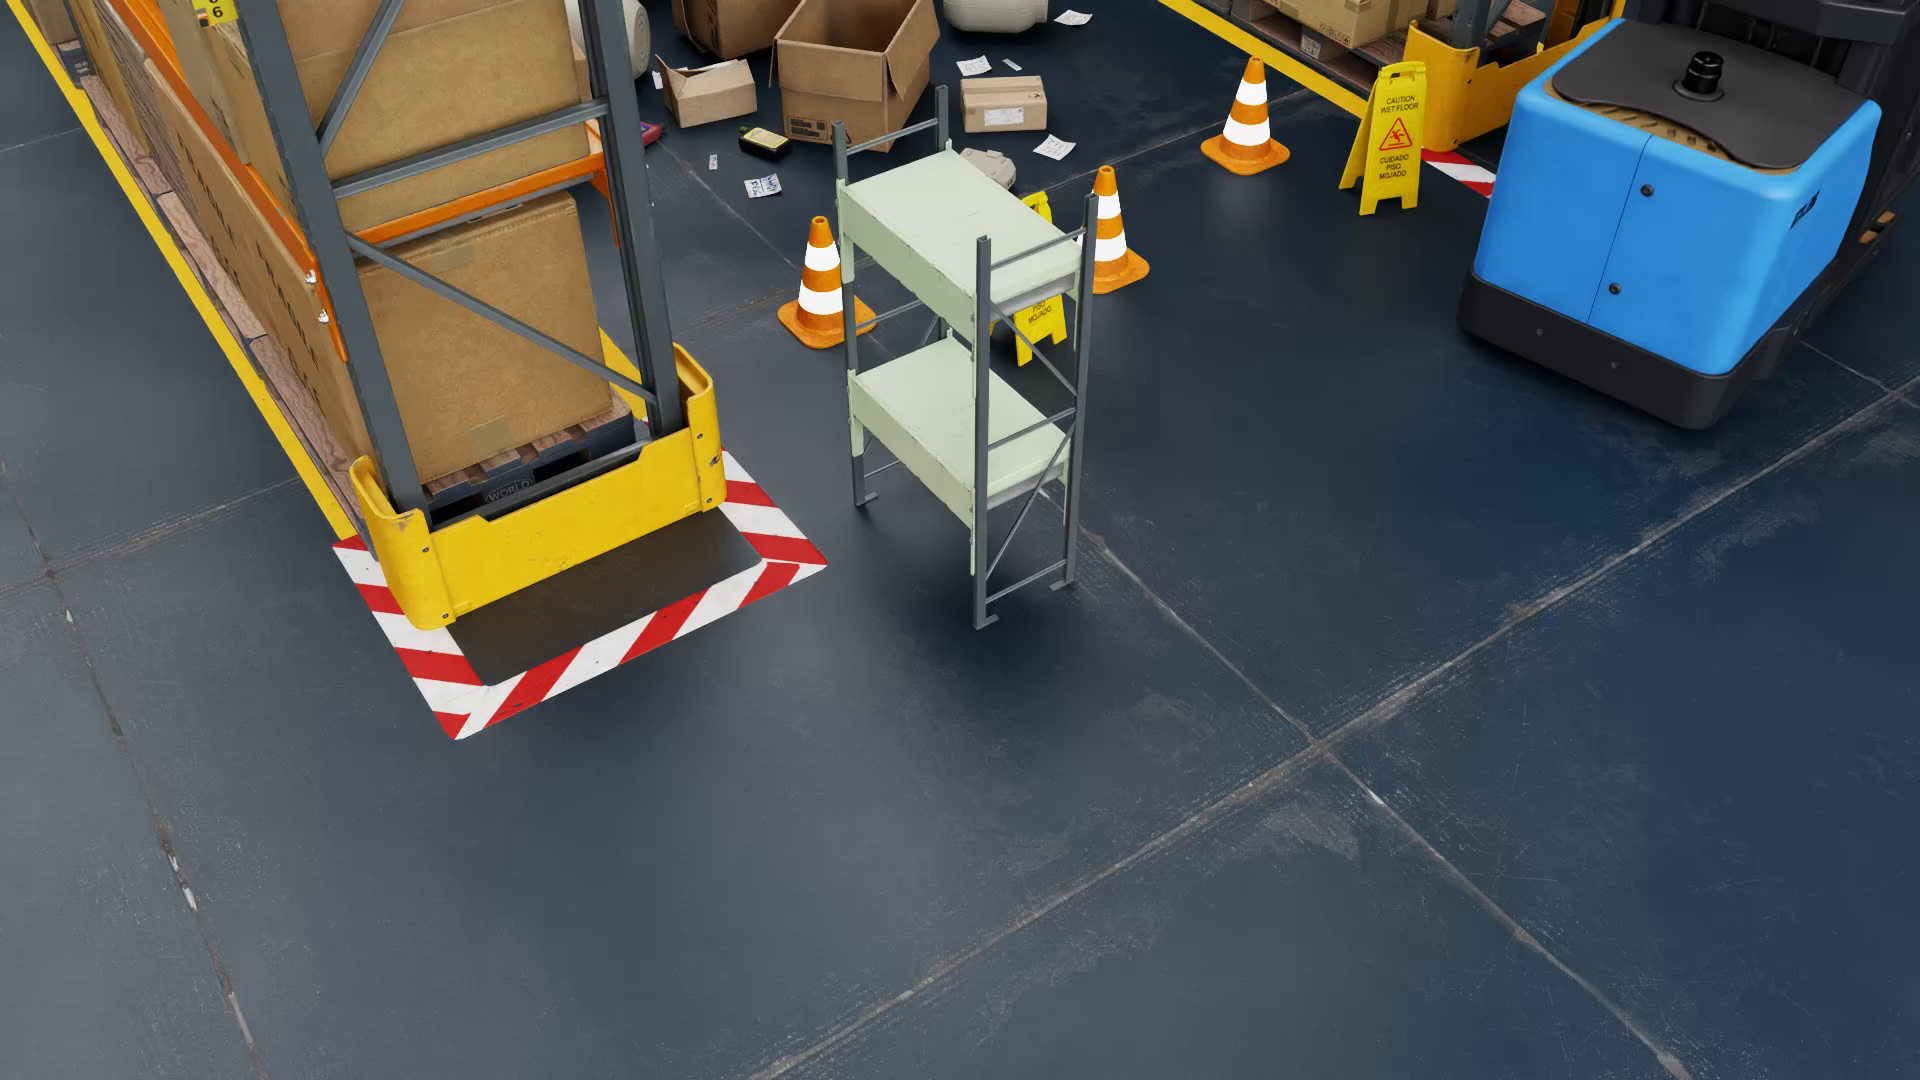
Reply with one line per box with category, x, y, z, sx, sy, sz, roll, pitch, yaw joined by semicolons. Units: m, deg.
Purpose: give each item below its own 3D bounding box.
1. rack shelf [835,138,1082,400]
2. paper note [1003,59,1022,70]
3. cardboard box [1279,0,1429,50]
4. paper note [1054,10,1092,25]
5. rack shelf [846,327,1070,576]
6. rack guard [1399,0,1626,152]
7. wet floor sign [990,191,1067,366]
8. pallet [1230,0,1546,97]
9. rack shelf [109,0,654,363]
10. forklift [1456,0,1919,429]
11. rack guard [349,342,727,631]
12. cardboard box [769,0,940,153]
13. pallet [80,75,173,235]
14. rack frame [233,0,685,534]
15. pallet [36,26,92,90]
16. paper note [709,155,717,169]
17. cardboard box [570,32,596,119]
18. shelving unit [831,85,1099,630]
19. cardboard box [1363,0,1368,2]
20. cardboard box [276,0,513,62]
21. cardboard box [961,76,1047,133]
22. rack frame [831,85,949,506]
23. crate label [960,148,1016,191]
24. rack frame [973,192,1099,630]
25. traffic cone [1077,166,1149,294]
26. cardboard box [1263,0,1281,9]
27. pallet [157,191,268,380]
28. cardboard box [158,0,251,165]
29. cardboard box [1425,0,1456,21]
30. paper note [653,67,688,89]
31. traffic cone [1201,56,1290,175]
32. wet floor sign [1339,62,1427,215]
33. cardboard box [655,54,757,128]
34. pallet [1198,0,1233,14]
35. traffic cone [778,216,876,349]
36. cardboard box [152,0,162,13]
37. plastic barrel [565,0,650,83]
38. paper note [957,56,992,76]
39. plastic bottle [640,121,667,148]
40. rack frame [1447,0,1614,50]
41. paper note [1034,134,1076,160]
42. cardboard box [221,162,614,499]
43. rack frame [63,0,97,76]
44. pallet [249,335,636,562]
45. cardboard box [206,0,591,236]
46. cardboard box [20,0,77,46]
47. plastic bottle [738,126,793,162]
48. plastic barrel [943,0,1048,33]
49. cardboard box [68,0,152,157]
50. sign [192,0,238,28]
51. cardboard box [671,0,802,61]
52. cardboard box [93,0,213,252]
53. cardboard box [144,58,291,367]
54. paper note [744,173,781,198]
rack shelf;0.004;-0.821;4.959;0.431;0.370;0.720;-26;49;-24
paper note;0.258;-2.343;8.197;0.032;0.001;0.123;-26;49;-24
cardboard box;1.911;-2.648;8.038;0.500;0.250;0.500;-26;49;-25
paper note;0.584;-2.685;8.540;0.148;0.019;0.142;26;49;25
rack shelf;0.004;-0.303;5.453;0.431;0.370;0.720;-26;49;-24
rack guard;2.565;-2.264;7.759;1.175;0.500;0.348;-26;49;-24
wet floor sign;0.246;-1.027;6.358;0.267;0.644;0.232;-35;53;-31
pallet;2.129;-2.634;8.356;1.003;0.211;1.213;-26;49;-24
rack shelf;-2.538;-1.985;6.178;1.077;0.370;4.000;-26;49;-24
forklift;3.315;-2.401;6.142;1.130;2.935;3.031;32;52;29
rack guard;-1.380;-0.195;5.592;1.175;0.500;0.348;-26;49;-24
cardboard box;-0.473;-2.217;7.708;0.637;0.503;0.797;11;45;11
pallet;-3.312;-1.908;7.595;1.003;0.211;1.213;-26;49;-24
rack frame;-1.394;-1.112;4.743;1.000;3.000;0.127;-26;49;-24
pallet;-4.186;-2.777;8.506;1.003;0.211;1.213;-26;49;-24
paper note;-1.119;-1.714;7.538;0.032;0.001;0.123;-3;44;-4
cardboard box;-1.953;-2.001;7.482;0.500;0.500;0.500;-18;46;-18
shelving unit;0.004;-0.539;5.228;0.431;1.500;0.755;-26;49;-24
cardboard box;1.936;-2.904;7.764;0.500;0.500;0.500;-25;49;-24
cardboard box;-1.575;-1.783;4.555;0.875;0.550;0.550;-26;49;-24
cardboard box;0.202;-2.038;7.777;0.380;0.149;0.250;-3;44;-4
rack frame;-0.206;-0.746;5.445;0.400;1.500;0.023;-26;49;-24
crate label;0.087;-1.613;7.341;0.298;0.136;0.250;18;47;18
rack frame;0.213;-0.331;5.011;0.400;1.500;0.023;-26;49;-24
traffic cone;0.588;-1.310;6.788;0.336;0.463;0.334;-26;49;-24
cardboard box;1.635;-2.930;8.335;0.500;0.250;0.500;-26;49;-24
pallet;-2.610;-1.216;6.871;1.003;0.211;1.213;-26;49;-24
cardboard box;-1.976;-1.662;5.210;0.875;0.550;0.550;-26;49;-24
cardboard box;2.373;-2.849;8.249;0.500;0.250;0.500;-26;49;-25
paper note;-1.405;-2.255;8.096;0.172;0.023;0.155;-10;45;-11
traffic cone;1.304;-1.941;7.449;0.336;0.463;0.334;-26;49;-24
wet floor sign;1.839;-1.743;7.109;0.267;0.644;0.232;-10;45;-11
cardboard box;-1.188;-2.143;7.803;0.396;0.266;0.258;-18;46;-18
pallet;1.435;-3.324;9.079;1.003;0.211;1.213;-26;49;-24
traffic cone;-0.533;-1.057;6.522;0.336;0.463;0.334;-26;49;-24
cardboard box;-2.531;-2.312;5.891;0.875;0.550;0.500;-26;49;-24
plastic barrel;-1.775;-2.409;7.967;0.512;0.421;0.421;4;44;4
paper note;0.072;-2.336;8.184;0.148;0.019;0.142;-10;45;-11
plastic bottle;-1.485;-1.857;7.651;0.133;0.061;0.283;26;49;25
rack frame;2.608;-3.125;6.851;1.000;3.000;0.127;-26;49;-24
paper note;0.435;-1.800;7.614;0.142;0.019;0.148;26;49;25
cardboard box;-1.836;-0.854;5.707;0.875;0.875;0.875;-25;49;-24
rack frame;-3.682;-3.378;7.116;1.000;3.000;0.127;-26;49;-24
pallet;-1.916;-0.526;6.148;1.003;0.211;1.213;-26;49;-24
cardboard box;-1.644;-1.359;4.893;0.875;0.550;0.550;-26;49;-24
cardboard box;-4.111;-3.032;8.079;1.050;0.750;0.750;-26;49;-25
plastic bottle;-0.917;-1.824;7.616;0.283;0.061;0.133;26;49;25
plastic barrel;0.185;-2.765;8.340;0.512;0.421;0.421;4;44;4
cardboard box;-3.380;-2.377;7.303;0.875;0.875;0.875;-25;49;-24
sign;-1.847;-1.410;4.045;0.100;0.325;0.005;-26;49;-24
cardboard box;-1.015;-2.792;8.212;0.797;0.637;0.503;-26;49;-24
cardboard box;-2.861;-1.868;6.769;0.875;0.875;0.875;-25;49;-24
cardboard box;-2.341;-1.351;6.228;0.875;0.875;0.875;-26;50;-25
paper note;-0.875;-1.573;7.377;0.144;0.017;0.142;-10;45;-11
